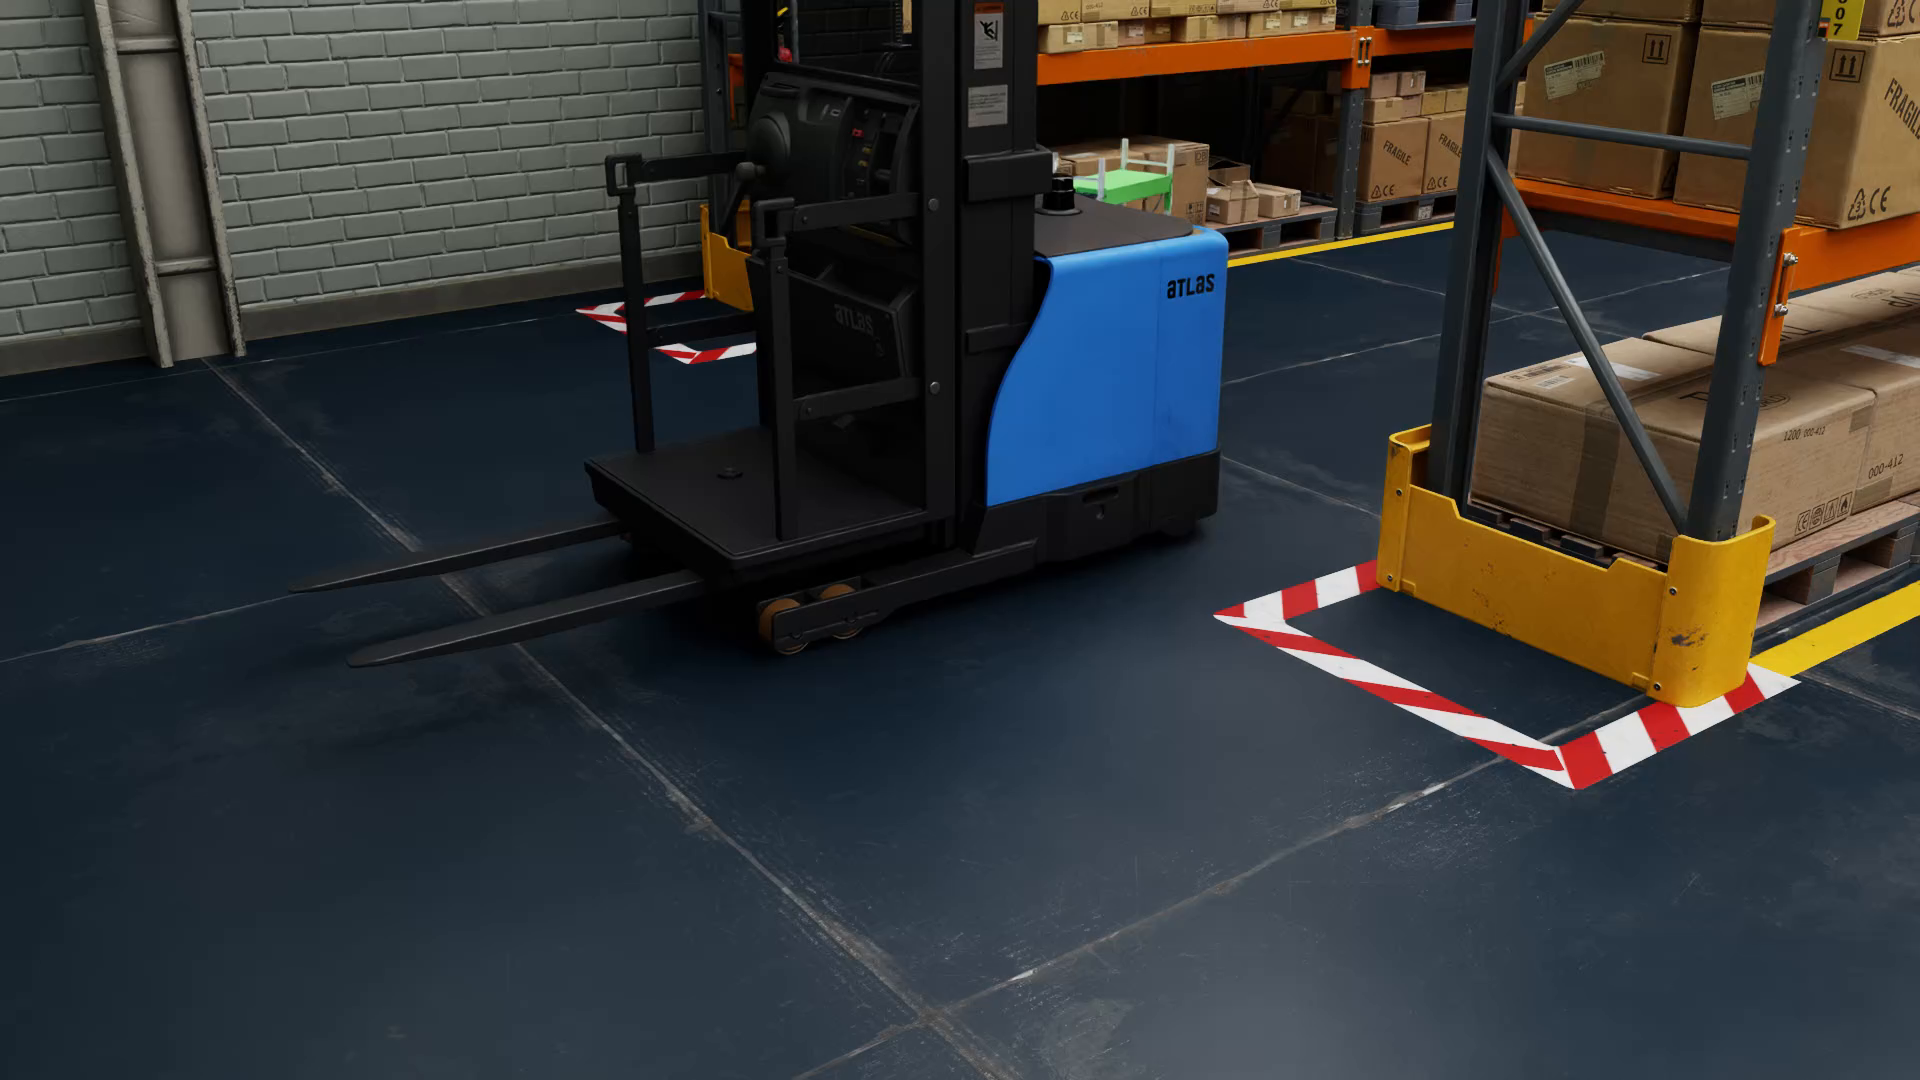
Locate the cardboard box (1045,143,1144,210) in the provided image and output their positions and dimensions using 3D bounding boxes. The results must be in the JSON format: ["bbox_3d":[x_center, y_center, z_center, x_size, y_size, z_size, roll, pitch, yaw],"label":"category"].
[{"bbox_3d":[0.715,-2.014,9.703,0.500,0.500,0.500,-14,26,-32],"label":"cardboard box"}]

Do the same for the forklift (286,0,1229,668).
[{"bbox_3d":[-0.577,-1.237,5.042,3.031,2.935,1.130,-14,26,-32],"label":"forklift"}]

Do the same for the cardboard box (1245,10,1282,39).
[{"bbox_3d":[1.699,-3.096,9.948,0.250,0.149,0.380,-14,26,-31],"label":"cardboard box"}]

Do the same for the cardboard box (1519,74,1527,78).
[{"bbox_3d":[4.108,-3.224,11.860,0.250,0.149,0.380,-16,27,-35],"label":"cardboard box"}]

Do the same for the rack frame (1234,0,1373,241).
[{"bbox_3d":[2.206,-3.485,10.582,0.127,3.000,1.000,-15,26,-33],"label":"rack frame"}]

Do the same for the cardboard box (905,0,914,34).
[{"bbox_3d":[-0.515,-2.704,8.427,0.500,0.250,0.500,-15,26,-33],"label":"cardboard box"}]

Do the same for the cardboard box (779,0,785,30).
[{"bbox_3d":[-0.822,-2.867,8.834,0.500,0.250,0.500,-14,26,-31],"label":"cardboard box"}]

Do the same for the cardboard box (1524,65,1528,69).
[{"bbox_3d":[4.187,-3.508,12.572,0.250,0.149,0.380,-16,27,-35],"label":"cardboard box"}]

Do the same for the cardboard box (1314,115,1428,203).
[{"bbox_3d":[2.730,-2.556,11.060,0.500,0.500,0.500,-14,25,-31],"label":"cardboard box"}]

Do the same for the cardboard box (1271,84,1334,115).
[{"bbox_3d":[2.337,-2.986,11.264,0.250,0.149,0.380,-16,27,-35],"label":"cardboard box"}]

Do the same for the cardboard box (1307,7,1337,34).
[{"bbox_3d":[2.095,-3.223,10.265,0.250,0.149,0.380,-15,26,-32],"label":"cardboard box"}]

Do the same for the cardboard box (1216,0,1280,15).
[{"bbox_3d":[1.537,-3.257,9.811,0.500,0.250,0.500,-15,26,-33],"label":"cardboard box"}]

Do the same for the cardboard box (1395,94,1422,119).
[{"bbox_3d":[2.832,-2.901,11.049,0.250,0.149,0.380,-16,27,-34],"label":"cardboard box"}]

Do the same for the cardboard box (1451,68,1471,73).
[{"bbox_3d":[3.829,-3.371,12.227,0.250,0.149,0.380,-15,26,-33],"label":"cardboard box"}]

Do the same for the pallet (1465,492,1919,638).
[{"bbox_3d":[2.465,-0.028,5.681,1.213,0.211,1.003,-15,26,-33],"label":"pallet"}]

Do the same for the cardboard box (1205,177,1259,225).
[{"bbox_3d":[1.636,-2.124,10.293,0.258,0.266,0.396,-14,26,-31],"label":"cardboard box"}]

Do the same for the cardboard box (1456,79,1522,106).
[{"bbox_3d":[3.676,-3.119,11.596,0.250,0.149,0.380,-14,26,-31],"label":"cardboard box"}]

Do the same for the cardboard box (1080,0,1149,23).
[{"bbox_3d":[0.706,-3.041,9.272,0.500,0.250,0.500,-16,27,-34],"label":"cardboard box"}]

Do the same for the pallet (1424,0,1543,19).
[{"bbox_3d":[3.877,-3.839,11.728,1.213,0.211,1.003,-15,26,-33],"label":"pallet"}]

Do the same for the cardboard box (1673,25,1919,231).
[{"bbox_3d":[2.419,-1.190,4.697,0.500,0.500,0.500,-15,26,-33],"label":"cardboard box"}]

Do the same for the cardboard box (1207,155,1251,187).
[{"bbox_3d":[1.532,-2.359,10.822,0.500,0.311,0.500,-14,26,-31],"label":"cardboard box"}]

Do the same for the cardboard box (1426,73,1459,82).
[{"bbox_3d":[3.362,-3.279,11.998,0.250,0.149,0.380,-14,26,-32],"label":"cardboard box"}]

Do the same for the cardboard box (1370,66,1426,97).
[{"bbox_3d":[2.836,-3.026,10.963,0.250,0.149,0.380,-16,27,-35],"label":"cardboard box"}]

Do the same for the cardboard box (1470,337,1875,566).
[{"bbox_3d":[2.339,-0.304,5.502,0.875,0.438,0.875,-16,27,-35],"label":"cardboard box"}]

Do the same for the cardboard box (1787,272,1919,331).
[{"bbox_3d":[3.810,-0.700,6.493,0.875,0.438,0.875,-16,27,-34],"label":"cardboard box"}]

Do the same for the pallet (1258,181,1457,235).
[{"bbox_3d":[2.844,-2.377,11.568,1.213,0.211,1.003,-15,26,-33],"label":"pallet"}]

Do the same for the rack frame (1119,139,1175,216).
[{"bbox_3d":[0.750,-1.036,6.874,0.240,1.200,0.015,17,27,36],"label":"rack frame"}]

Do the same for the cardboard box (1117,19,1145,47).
[{"bbox_3d":[0.832,-2.894,9.441,0.250,0.149,0.380,-15,26,-33],"label":"cardboard box"}]

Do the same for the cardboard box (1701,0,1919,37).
[{"bbox_3d":[2.417,-1.655,4.513,0.500,0.500,0.500,-16,27,-34],"label":"cardboard box"}]

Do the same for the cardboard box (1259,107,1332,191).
[{"bbox_3d":[2.432,-2.714,11.456,0.500,0.500,0.500,-15,26,-33],"label":"cardboard box"}]

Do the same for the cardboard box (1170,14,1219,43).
[{"bbox_3d":[1.280,-2.984,9.666,0.250,0.149,0.380,-15,26,-34],"label":"cardboard box"}]

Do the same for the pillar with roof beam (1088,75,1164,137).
[{"bbox_3d":[3.629,-5.096,6.526,0.400,9.000,9.100,-15,26,-33],"label":"pillar with roof beam"}]

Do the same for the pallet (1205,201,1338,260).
[{"bbox_3d":[1.648,-2.041,10.727,1.213,0.211,1.003,-15,26,-33],"label":"pallet"}]

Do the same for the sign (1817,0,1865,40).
[{"bbox_3d":[2.180,-1.397,4.075,0.005,0.325,0.100,-15,26,-33],"label":"sign"}]

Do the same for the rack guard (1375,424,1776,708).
[{"bbox_3d":[1.842,0.040,5.122,0.348,0.500,1.175,-15,26,-33],"label":"rack guard"}]

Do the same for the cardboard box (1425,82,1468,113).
[{"bbox_3d":[3.249,-3.023,11.356,0.250,0.149,0.380,-15,26,-34],"label":"cardboard box"}]

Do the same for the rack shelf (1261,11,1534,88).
[{"bbox_3d":[3.830,-3.583,11.800,4.000,0.370,1.077,-15,26,-33],"label":"rack shelf"}]

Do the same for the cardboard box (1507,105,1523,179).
[{"bbox_3d":[3.565,-2.781,11.623,0.500,0.500,0.500,-16,27,-34],"label":"cardboard box"}]

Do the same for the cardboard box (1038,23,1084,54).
[{"bbox_3d":[0.461,-2.755,9.091,0.250,0.149,0.380,-16,27,-34],"label":"cardboard box"}]

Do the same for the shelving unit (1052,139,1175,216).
[{"bbox_3d":[0.598,-0.967,6.696,0.258,1.200,0.503,17,27,36],"label":"shelving unit"}]

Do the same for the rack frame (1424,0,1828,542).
[{"bbox_3d":[1.861,-1.126,4.672,0.127,3.000,1.000,-15,26,-33],"label":"rack frame"}]
